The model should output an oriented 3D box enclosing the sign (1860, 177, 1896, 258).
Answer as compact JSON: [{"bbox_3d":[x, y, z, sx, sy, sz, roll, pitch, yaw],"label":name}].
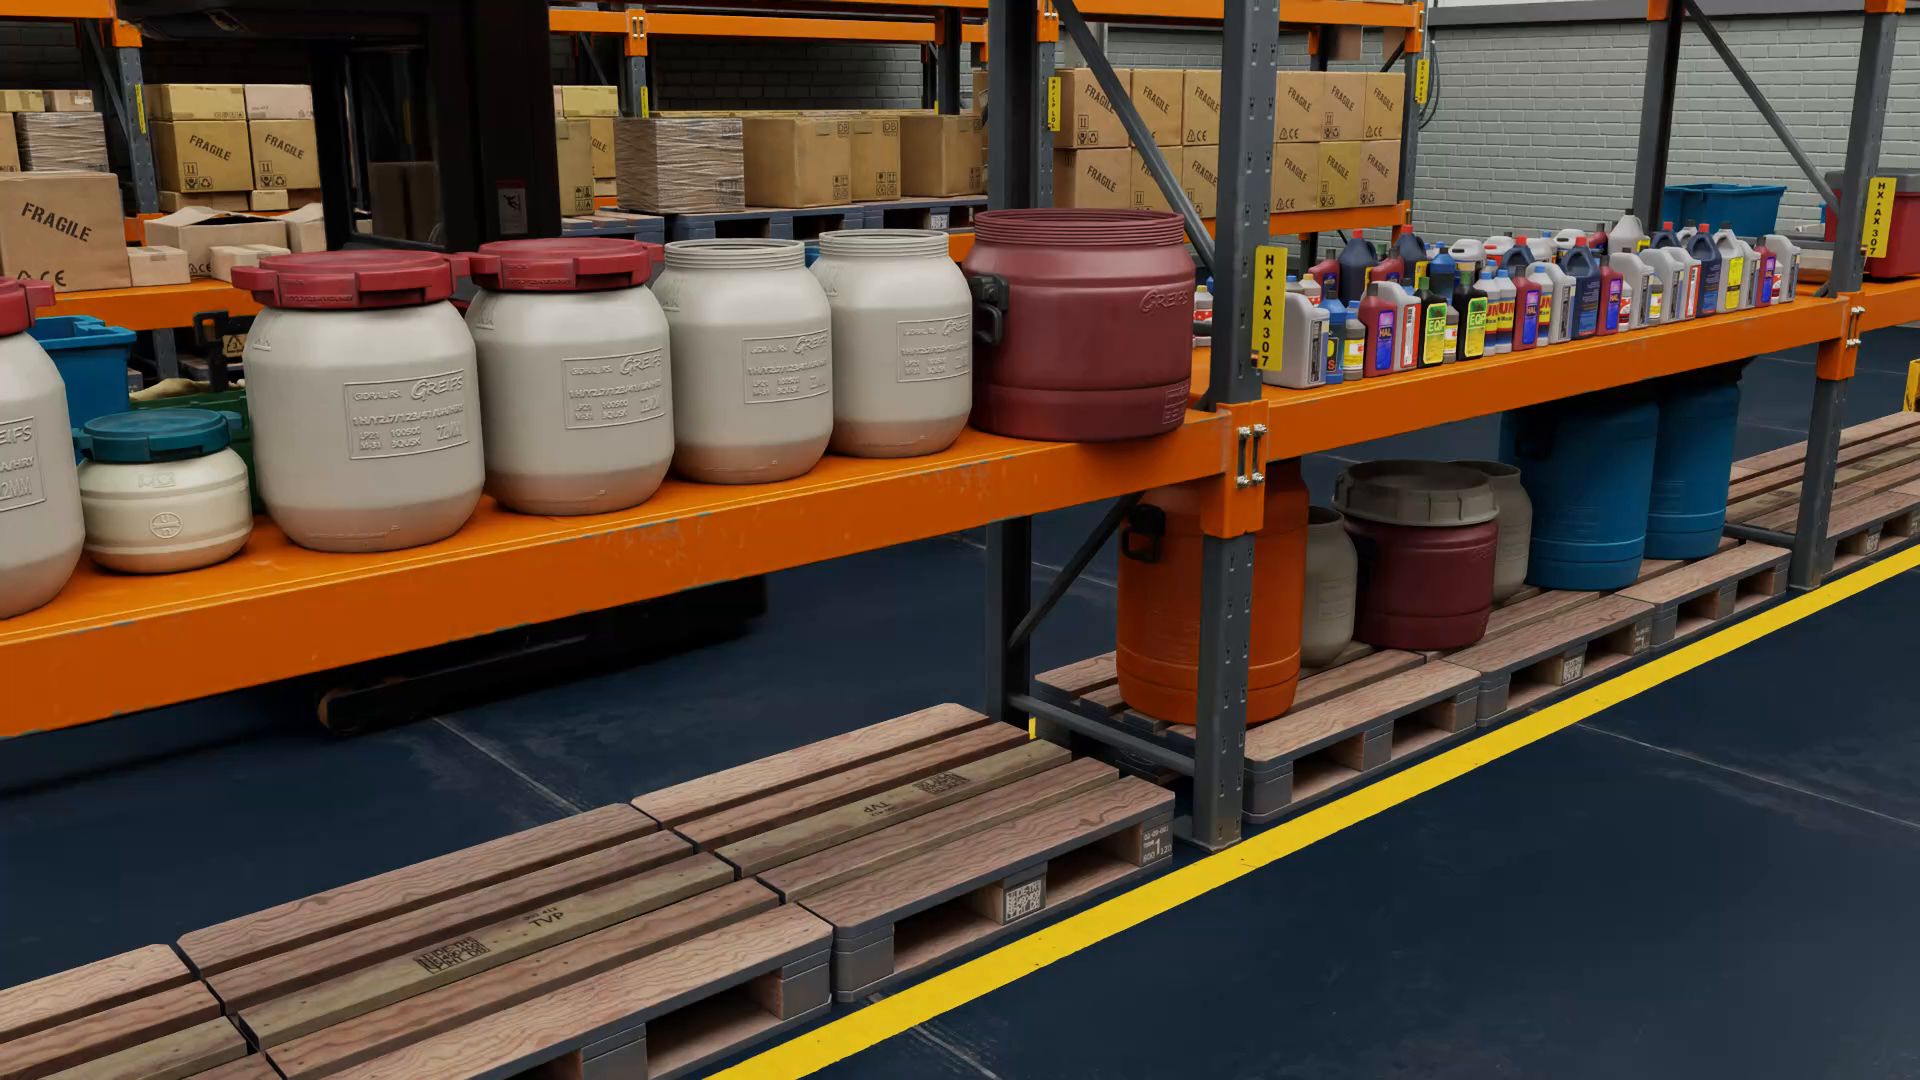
[{"bbox_3d":[3.832,-1.346,6.941,0.005,0.325,0.100,-13,19,-39],"label":"sign"}]

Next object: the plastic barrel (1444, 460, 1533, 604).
[{"bbox_3d":[2.032,-0.034,6.571,0.421,0.512,0.421,0,15,0],"label":"plastic barrel"}]

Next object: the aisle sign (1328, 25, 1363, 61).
[{"bbox_3d":[3.100,-4.287,13.450,0.004,0.787,0.394,-13,19,-39],"label":"aisle sign"}]

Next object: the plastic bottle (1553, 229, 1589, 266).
[{"bbox_3d":[2.597,-1.194,7.147,0.135,0.276,0.152,-13,19,-39],"label":"plastic bottle"}]

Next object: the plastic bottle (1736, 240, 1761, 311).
[{"bbox_3d":[3.112,-1.068,6.678,0.135,0.276,0.152,-13,19,-39],"label":"plastic bottle"}]

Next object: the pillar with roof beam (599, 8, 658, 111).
[{"bbox_3d":[-0.245,-5.596,11.762,0.400,9.000,9.100,-13,19,-39],"label":"pillar with roof beam"}]

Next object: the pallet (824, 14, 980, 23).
[{"bbox_3d":[-0.566,-5.205,16.282,1.213,0.211,1.003,-13,19,-39],"label":"pallet"}]

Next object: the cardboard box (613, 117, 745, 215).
[{"bbox_3d":[-1.577,-2.105,9.310,0.500,0.500,0.700,-9,17,-29],"label":"cardboard box"}]

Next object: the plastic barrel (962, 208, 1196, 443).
[{"bbox_3d":[0.304,-0.570,4.309,0.708,0.536,0.600,-13,19,-39],"label":"plastic barrel"}]

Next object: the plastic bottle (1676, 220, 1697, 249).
[{"bbox_3d":[2.899,-1.105,6.669,0.185,0.351,0.144,-13,19,-39],"label":"plastic bottle"}]

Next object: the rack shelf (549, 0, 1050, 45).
[{"bbox_3d":[-1.285,-3.048,9.429,4.000,0.370,1.077,-13,19,-39],"label":"rack shelf"}]

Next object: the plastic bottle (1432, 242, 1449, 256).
[{"bbox_3d":[1.894,-1.043,6.592,0.097,0.271,0.097,0,15,0],"label":"plastic bottle"}]

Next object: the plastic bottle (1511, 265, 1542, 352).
[{"bbox_3d":[1.895,-0.783,5.595,0.133,0.283,0.061,-13,19,-39],"label":"plastic bottle"}]

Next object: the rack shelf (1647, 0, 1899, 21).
[{"bbox_3d":[1.964,-2.083,5.816,4.000,0.370,1.077,-13,19,-39],"label":"rack shelf"}]

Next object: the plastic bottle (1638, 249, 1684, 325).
[{"bbox_3d":[2.630,-0.960,6.272,0.135,0.276,0.152,-13,19,-39],"label":"plastic bottle"}]

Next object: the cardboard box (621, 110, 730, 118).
[{"bbox_3d":[-2.611,-3.482,14.893,0.700,0.700,0.980,-12,19,-39],"label":"cardboard box"}]

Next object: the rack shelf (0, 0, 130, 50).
[{"bbox_3d":[-7.557,-3.334,10.500,4.000,0.370,1.077,-13,19,-39],"label":"rack shelf"}]

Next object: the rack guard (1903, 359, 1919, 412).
[{"bbox_3d":[6.500,-0.796,10.263,0.348,0.500,1.175,-13,19,-39],"label":"rack guard"}]

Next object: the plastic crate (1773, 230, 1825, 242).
[{"bbox_3d":[4.141,-1.458,8.312,0.590,0.125,0.437,-13,19,-39],"label":"plastic crate"}]

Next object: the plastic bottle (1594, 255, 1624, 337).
[{"bbox_3d":[2.310,-0.876,5.944,0.133,0.283,0.061,-13,19,-39],"label":"plastic bottle"}]

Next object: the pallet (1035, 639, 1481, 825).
[{"bbox_3d":[1.022,0.563,5.732,1.213,0.211,1.003,-13,19,-39],"label":"pallet"}]

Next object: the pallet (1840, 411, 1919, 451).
[{"bbox_3d":[5.842,-0.518,9.781,1.213,0.211,1.003,-13,19,-39],"label":"pallet"}]

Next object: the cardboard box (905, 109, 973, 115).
[{"bbox_3d":[-0.392,-3.983,16.767,0.700,0.700,0.980,-12,19,-37],"label":"cardboard box"}]

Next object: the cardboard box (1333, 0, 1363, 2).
[{"bbox_3d":[2.642,-4.118,12.333,0.500,0.250,0.500,-13,19,-39],"label":"cardboard box"}]

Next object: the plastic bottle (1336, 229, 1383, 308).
[{"bbox_3d":[1.490,-0.983,6.211,0.185,0.351,0.144,-13,19,-39],"label":"plastic bottle"}]

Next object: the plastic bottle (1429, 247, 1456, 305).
[{"bbox_3d":[1.842,-0.982,6.363,0.097,0.271,0.097,0,15,0],"label":"plastic bottle"}]

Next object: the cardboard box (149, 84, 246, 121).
[{"bbox_3d":[-5.515,-3.167,12.030,0.500,0.250,0.500,-12,19,-38],"label":"cardboard box"}]

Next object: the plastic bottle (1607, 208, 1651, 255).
[{"bbox_3d":[2.964,-1.293,7.373,0.185,0.351,0.144,-13,19,-39],"label":"plastic bottle"}]

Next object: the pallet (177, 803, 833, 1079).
[{"bbox_3d":[-1.075,1.034,3.969,1.213,0.211,1.003,-13,19,-39],"label":"pallet"}]

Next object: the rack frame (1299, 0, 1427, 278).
[{"bbox_3d":[3.241,-2.962,13.528,0.127,3.000,1.000,-13,19,-39],"label":"rack frame"}]

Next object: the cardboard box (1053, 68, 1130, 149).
[{"bbox_3d":[0.764,-2.841,10.943,0.500,0.500,0.500,-12,19,-38],"label":"cardboard box"}]

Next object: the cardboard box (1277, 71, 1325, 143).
[{"bbox_3d":[2.317,-3.190,12.250,0.500,0.500,0.500,-12,19,-38],"label":"cardboard box"}]

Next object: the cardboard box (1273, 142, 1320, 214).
[{"bbox_3d":[2.313,-2.710,12.389,0.500,0.500,0.500,-12,19,-39],"label":"cardboard box"}]

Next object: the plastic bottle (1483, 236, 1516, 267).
[{"bbox_3d":[2.175,-1.099,6.792,0.135,0.276,0.152,-13,19,-39],"label":"plastic bottle"}]

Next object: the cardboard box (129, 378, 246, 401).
[{"bbox_3d":[-3.772,-0.630,8.225,0.500,0.311,0.500,-13,20,-41],"label":"cardboard box"}]

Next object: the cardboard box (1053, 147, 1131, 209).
[{"bbox_3d":[0.787,-2.366,11.103,0.500,0.500,0.500,-12,19,-38],"label":"cardboard box"}]

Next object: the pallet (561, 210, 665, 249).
[{"bbox_3d":[-2.329,-1.643,8.960,1.003,0.211,1.213,-13,19,-39],"label":"pallet"}]

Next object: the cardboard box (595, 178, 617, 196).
[{"bbox_3d":[-3.100,-3.024,14.208,0.250,0.149,0.380,-12,19,-39],"label":"cardboard box"}]

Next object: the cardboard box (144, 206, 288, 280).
[{"bbox_3d":[-3.596,-1.450,8.040,0.500,0.311,0.500,-13,20,-40],"label":"cardboard box"}]

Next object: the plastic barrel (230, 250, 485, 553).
[{"bbox_3d":[-1.143,-0.274,3.200,0.433,0.535,0.433,0,15,0],"label":"plastic barrel"}]

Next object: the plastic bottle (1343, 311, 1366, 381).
[{"bbox_3d":[1.172,-0.587,5.022,0.097,0.201,0.097,0,15,0],"label":"plastic bottle"}]

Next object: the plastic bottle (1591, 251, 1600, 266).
[{"bbox_3d":[2.359,-0.940,6.205,0.097,0.271,0.097,0,15,0],"label":"plastic bottle"}]

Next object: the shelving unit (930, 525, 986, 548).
[{"bbox_3d":[0.006,-0.436,8.139,0.210,0.900,0.258,-13,19,-39],"label":"shelving unit"}]

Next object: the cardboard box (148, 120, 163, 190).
[{"bbox_3d":[-5.865,-2.904,12.500,0.500,0.500,0.500,-12,19,-39],"label":"cardboard box"}]

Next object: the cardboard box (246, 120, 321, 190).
[{"bbox_3d":[-5.113,-2.892,12.456,0.500,0.500,0.500,-12,19,-38],"label":"cardboard box"}]

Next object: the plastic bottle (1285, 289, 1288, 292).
[{"bbox_3d":[1.120,-0.835,5.950,0.097,0.201,0.097,0,15,0],"label":"plastic bottle"}]

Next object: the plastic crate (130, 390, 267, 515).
[{"bbox_3d":[-1.434,-0.212,3.643,0.662,0.188,0.450,-13,19,-39],"label":"plastic crate"}]

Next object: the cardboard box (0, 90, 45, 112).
[{"bbox_3d":[-6.522,-3.024,11.454,0.380,0.149,0.250,12,19,38],"label":"cardboard box"}]

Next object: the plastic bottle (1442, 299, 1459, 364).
[{"bbox_3d":[1.549,-0.672,5.338,0.097,0.201,0.097,0,15,0],"label":"plastic bottle"}]

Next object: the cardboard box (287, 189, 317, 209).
[{"bbox_3d":[-5.087,-2.606,12.642,0.250,0.149,0.380,-13,20,-40],"label":"cardboard box"}]

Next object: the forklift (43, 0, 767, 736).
[{"bbox_3d":[-2.238,-0.893,5.915,3.031,2.935,1.130,-13,20,-40],"label":"forklift"}]

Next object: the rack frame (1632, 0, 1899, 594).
[{"bbox_3d":[3.472,-1.320,7.379,0.127,3.000,1.000,-13,19,-39],"label":"rack frame"}]

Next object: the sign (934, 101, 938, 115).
[{"bbox_3d":[-0.138,-2.807,11.270,0.005,0.325,0.100,-13,19,-39],"label":"sign"}]
